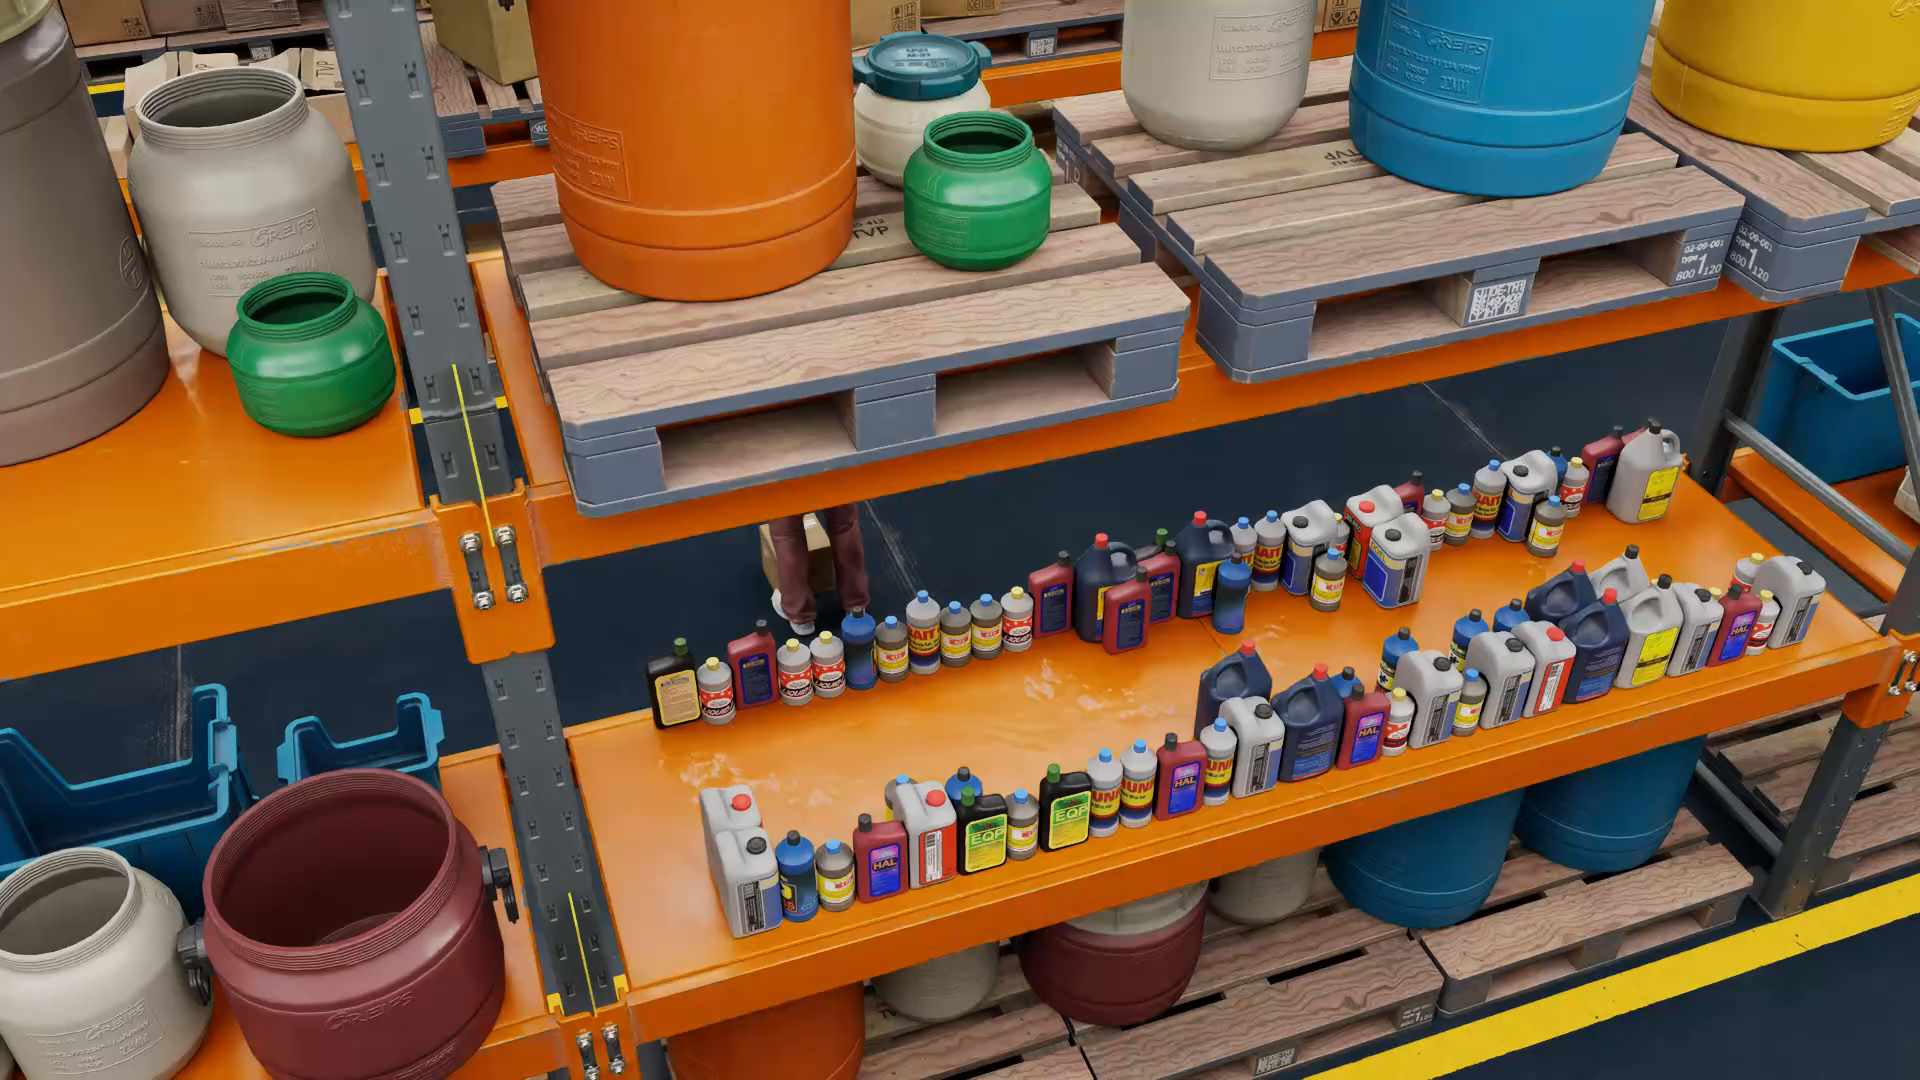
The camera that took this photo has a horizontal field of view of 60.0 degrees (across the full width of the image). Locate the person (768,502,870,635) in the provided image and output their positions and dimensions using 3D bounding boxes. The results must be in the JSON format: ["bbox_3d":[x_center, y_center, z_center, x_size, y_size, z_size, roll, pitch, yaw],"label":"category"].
[{"bbox_3d":[-0.605,-0.344,6.596,0.497,1.672,0.360,-13,40,-16],"label":"person"}]
